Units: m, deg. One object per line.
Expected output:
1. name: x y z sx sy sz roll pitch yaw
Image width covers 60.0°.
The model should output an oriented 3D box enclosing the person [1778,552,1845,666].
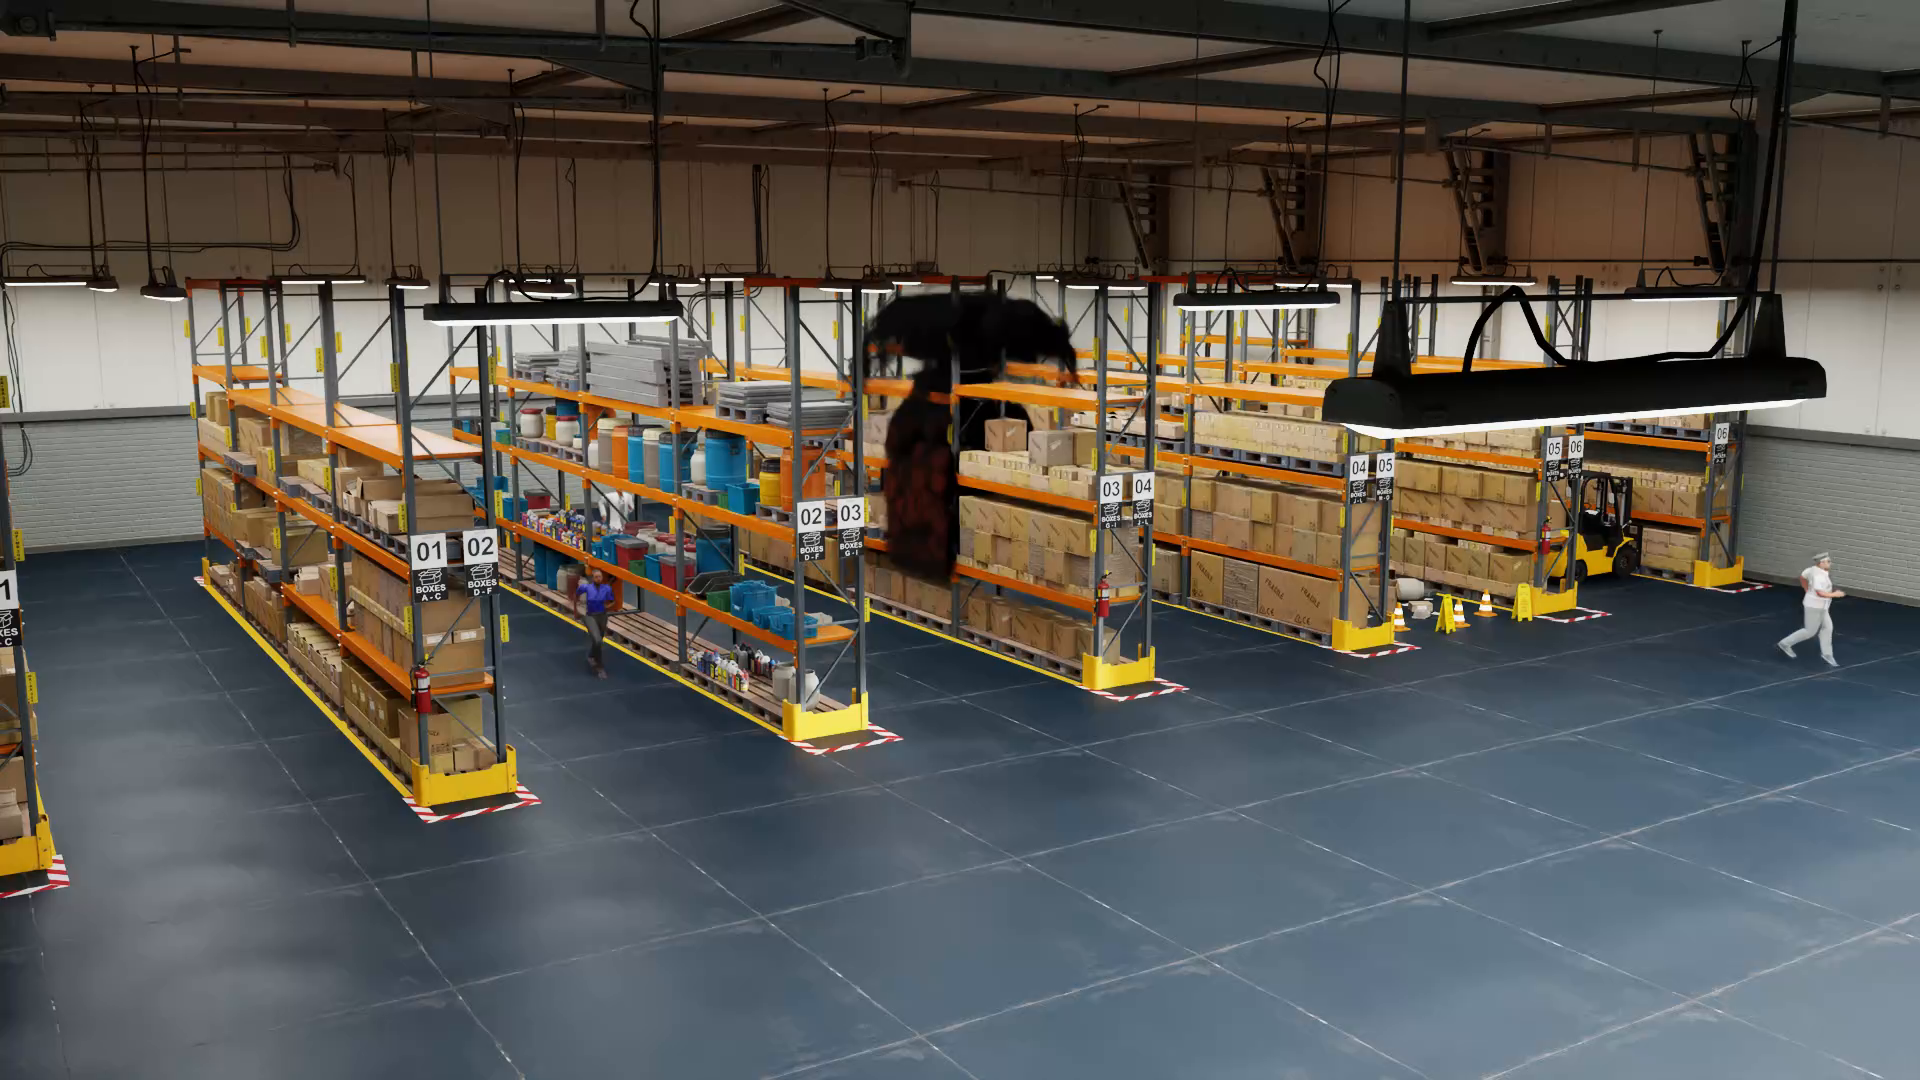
1. person: 13.498 1.092 26.324 0.913 1.853 0.691 4 10 24

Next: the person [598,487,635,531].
1. person: -7.071 -0.335 34.503 0.681 1.810 1.007 -8 13 -41

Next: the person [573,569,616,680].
1. person: -5.617 1.269 25.620 0.600 1.686 0.838 -5 11 -27
